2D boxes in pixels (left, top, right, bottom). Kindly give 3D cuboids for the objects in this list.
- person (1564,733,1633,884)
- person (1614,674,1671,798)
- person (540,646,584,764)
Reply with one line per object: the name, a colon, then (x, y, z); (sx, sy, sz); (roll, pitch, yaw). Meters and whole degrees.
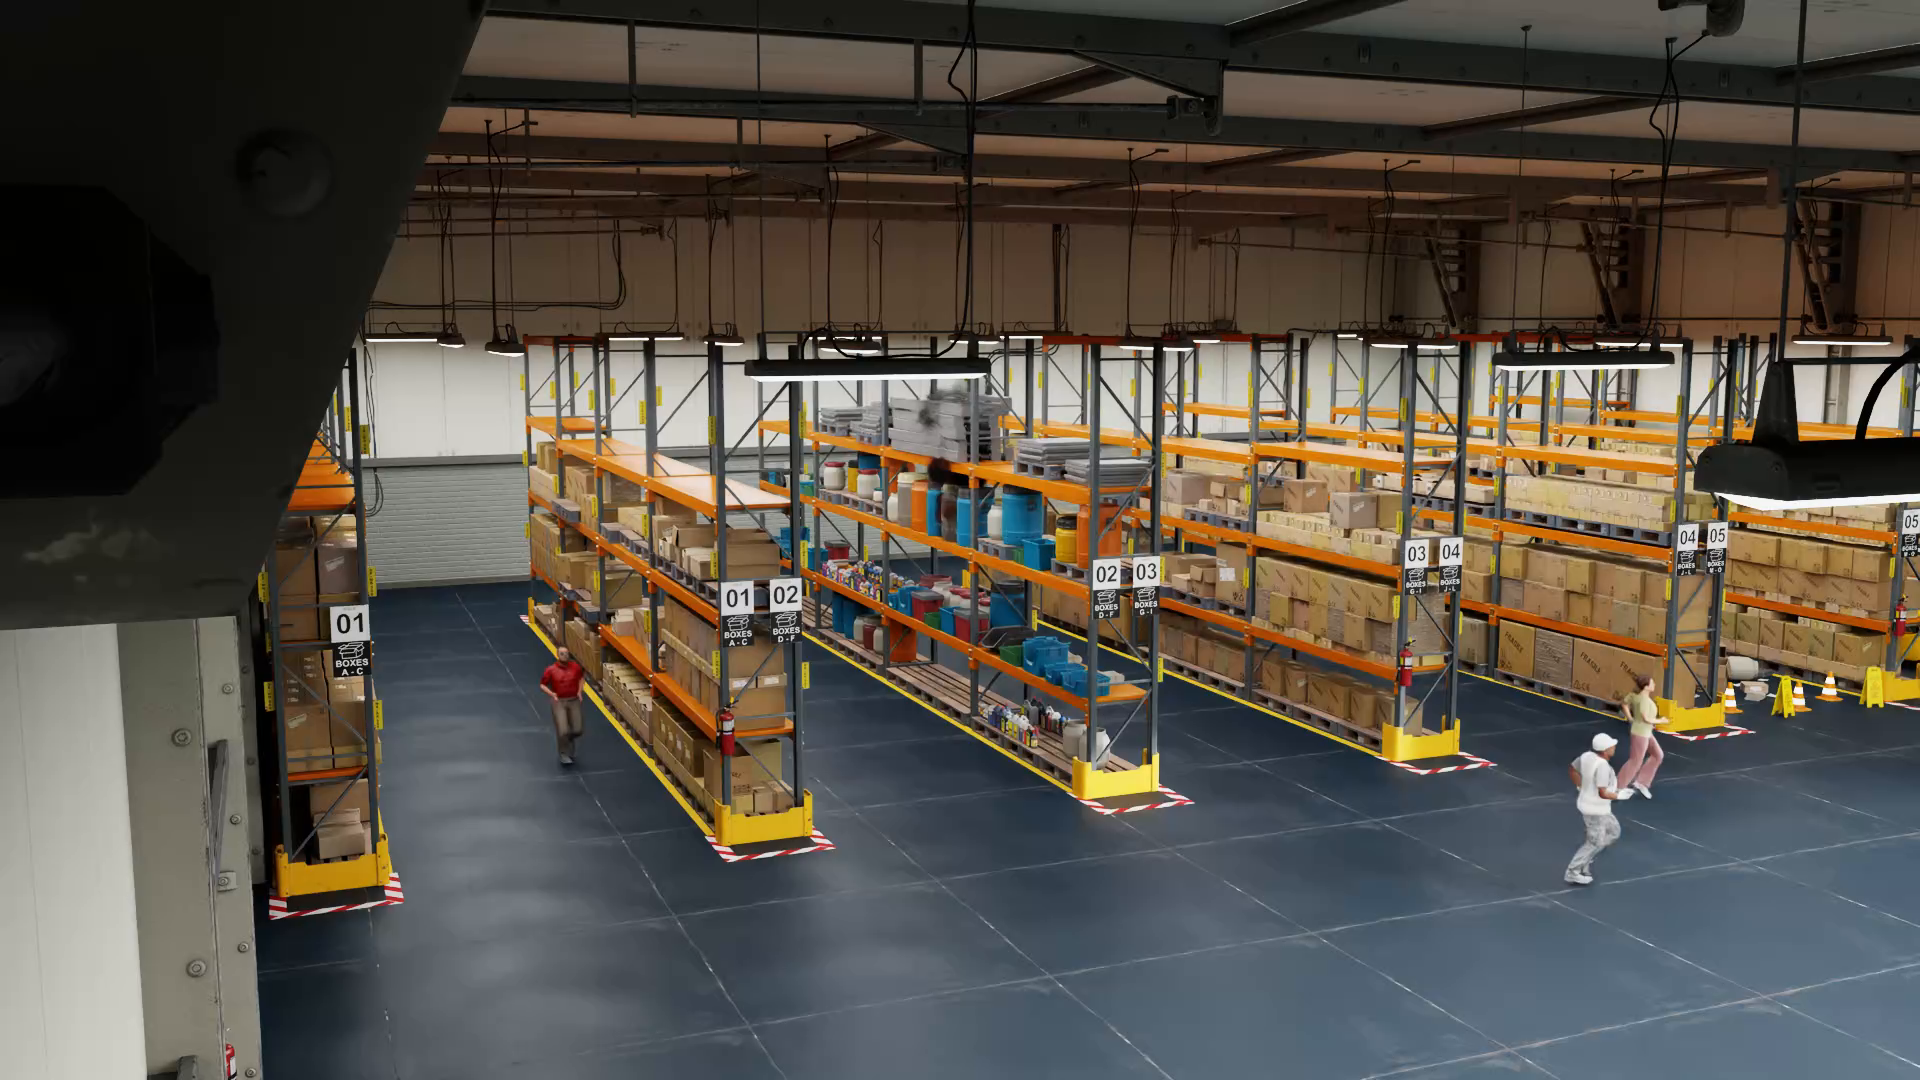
person: (7.126, 2.999, 18.549); (0.653, 1.732, 0.677); (1, 8, 9)
person: (8.987, 2.603, 21.945); (0.692, 1.692, 0.572); (3, 8, 18)
person: (-5.643, 2.347, 23.765); (0.659, 1.672, 0.622); (-4, 9, -29)
